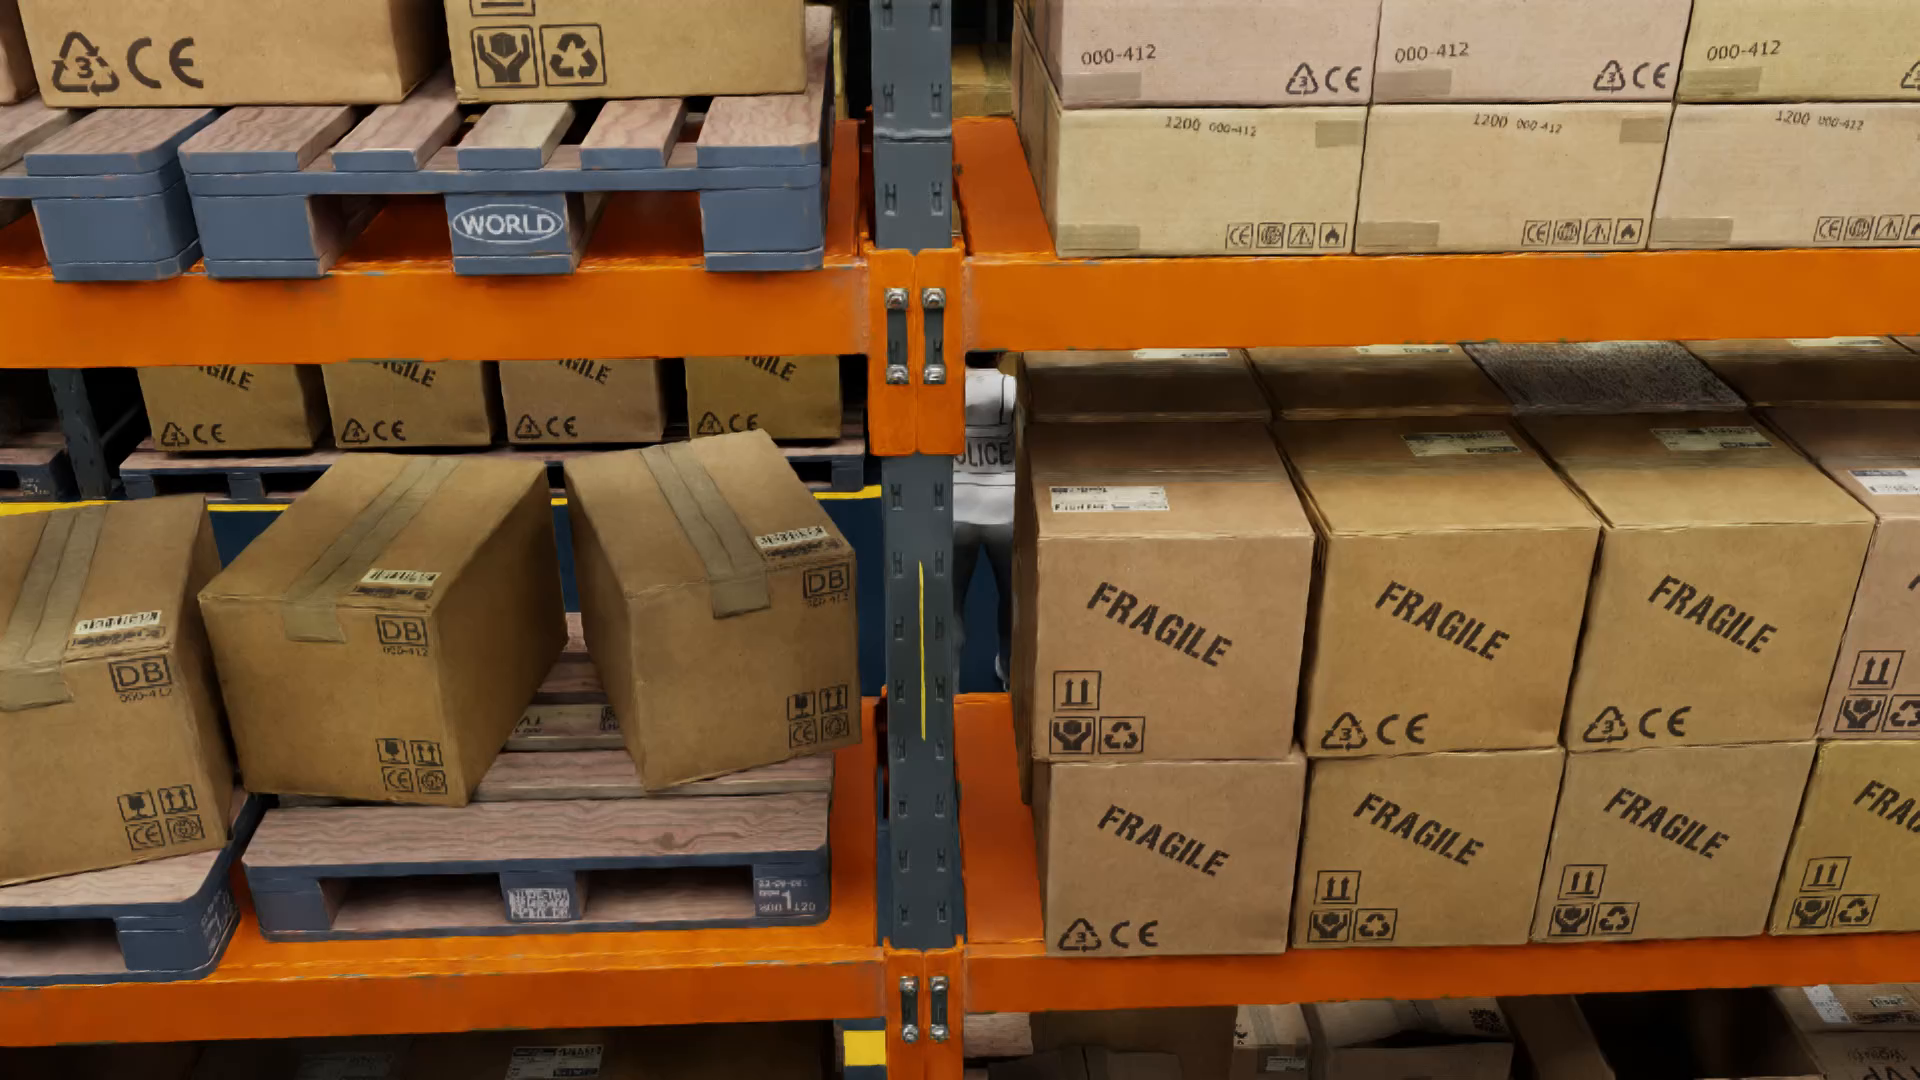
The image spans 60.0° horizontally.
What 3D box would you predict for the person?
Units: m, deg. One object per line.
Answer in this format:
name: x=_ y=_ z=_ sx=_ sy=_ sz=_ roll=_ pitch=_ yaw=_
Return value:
person: x=0.104 y=-0.103 z=6.288 sx=0.600 sy=1.655 sz=0.559 roll=3 pitch=28 yaw=6
